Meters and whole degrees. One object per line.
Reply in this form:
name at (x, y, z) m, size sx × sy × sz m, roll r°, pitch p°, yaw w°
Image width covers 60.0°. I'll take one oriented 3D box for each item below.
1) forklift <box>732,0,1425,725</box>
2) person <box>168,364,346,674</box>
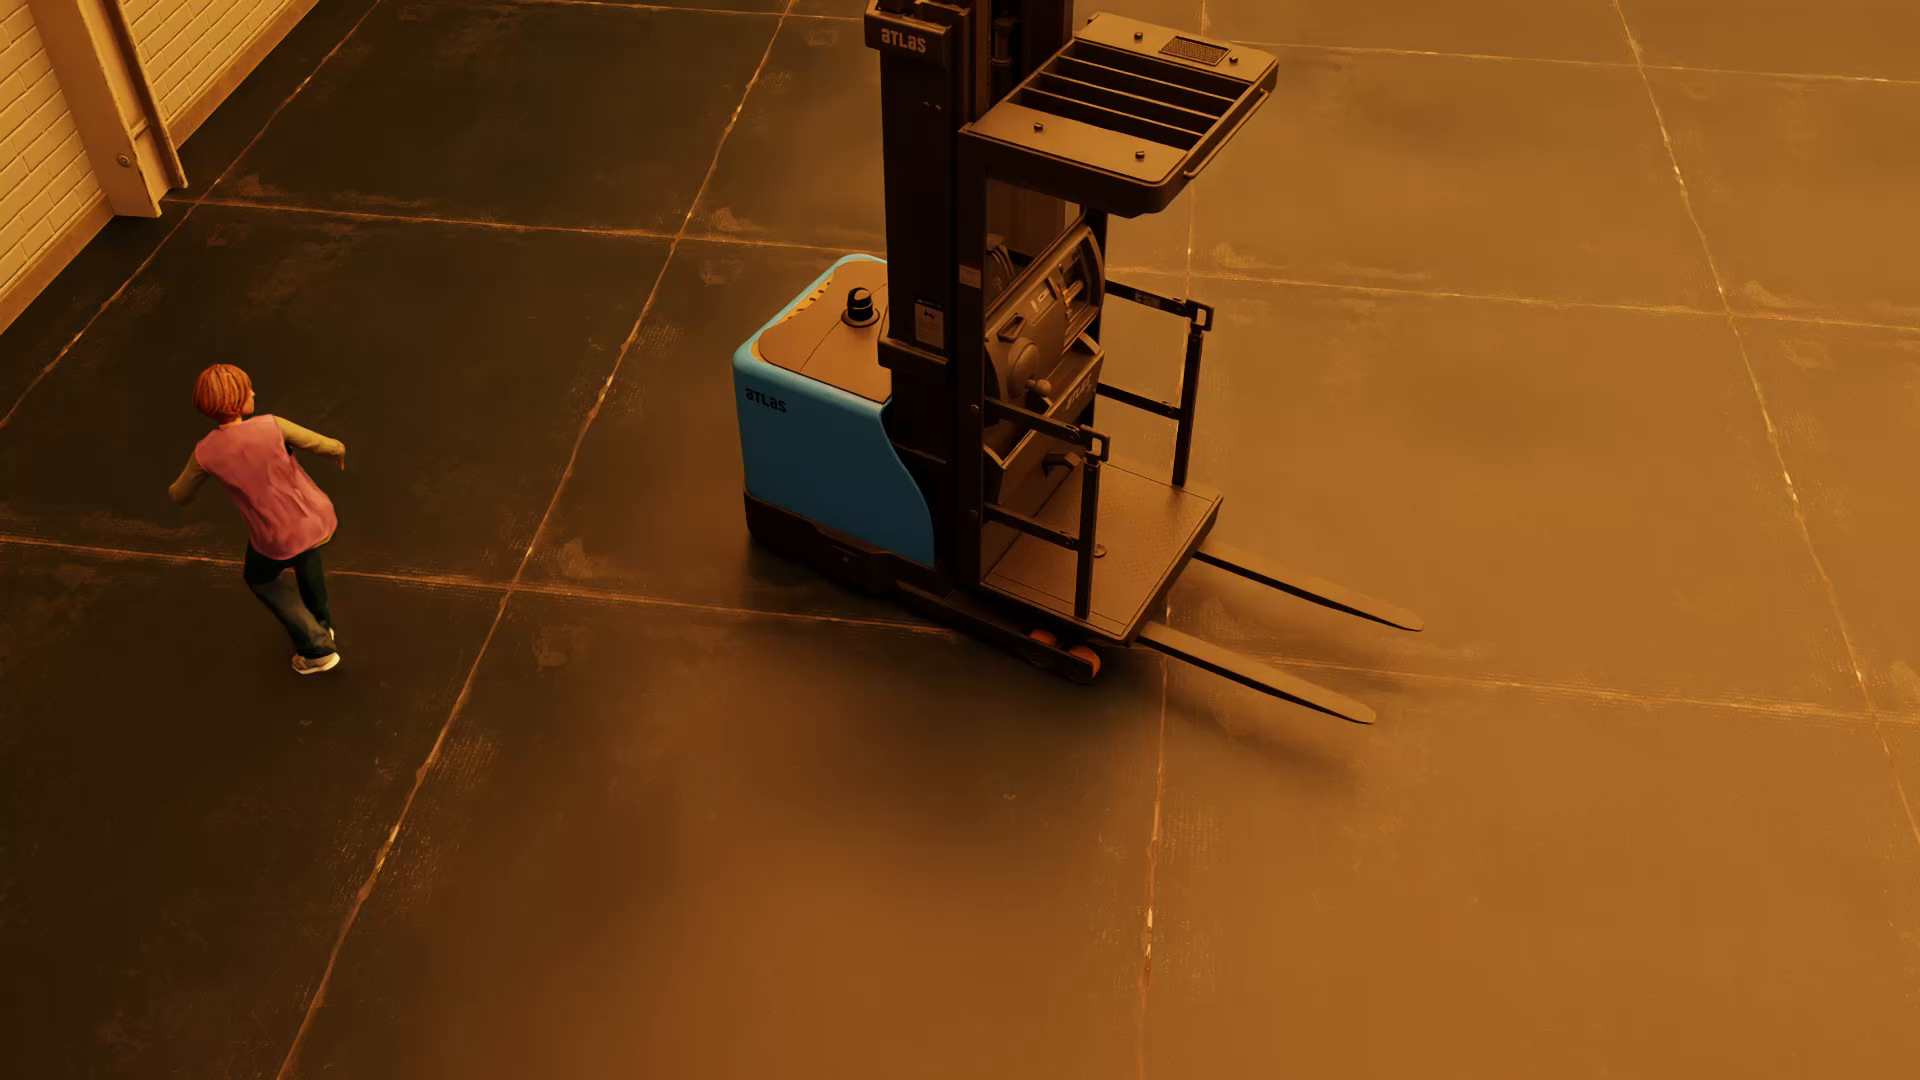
forklift at (0.529, -0.874, 6.675) m, size 3.031 × 2.935 × 1.130 m, roll 21°, pitch 47°, yaw 22°
person at (-2.861, -0.124, 6.931) m, size 0.694 × 1.488 × 0.672 m, roll -30°, pitch 50°, yaw -28°
